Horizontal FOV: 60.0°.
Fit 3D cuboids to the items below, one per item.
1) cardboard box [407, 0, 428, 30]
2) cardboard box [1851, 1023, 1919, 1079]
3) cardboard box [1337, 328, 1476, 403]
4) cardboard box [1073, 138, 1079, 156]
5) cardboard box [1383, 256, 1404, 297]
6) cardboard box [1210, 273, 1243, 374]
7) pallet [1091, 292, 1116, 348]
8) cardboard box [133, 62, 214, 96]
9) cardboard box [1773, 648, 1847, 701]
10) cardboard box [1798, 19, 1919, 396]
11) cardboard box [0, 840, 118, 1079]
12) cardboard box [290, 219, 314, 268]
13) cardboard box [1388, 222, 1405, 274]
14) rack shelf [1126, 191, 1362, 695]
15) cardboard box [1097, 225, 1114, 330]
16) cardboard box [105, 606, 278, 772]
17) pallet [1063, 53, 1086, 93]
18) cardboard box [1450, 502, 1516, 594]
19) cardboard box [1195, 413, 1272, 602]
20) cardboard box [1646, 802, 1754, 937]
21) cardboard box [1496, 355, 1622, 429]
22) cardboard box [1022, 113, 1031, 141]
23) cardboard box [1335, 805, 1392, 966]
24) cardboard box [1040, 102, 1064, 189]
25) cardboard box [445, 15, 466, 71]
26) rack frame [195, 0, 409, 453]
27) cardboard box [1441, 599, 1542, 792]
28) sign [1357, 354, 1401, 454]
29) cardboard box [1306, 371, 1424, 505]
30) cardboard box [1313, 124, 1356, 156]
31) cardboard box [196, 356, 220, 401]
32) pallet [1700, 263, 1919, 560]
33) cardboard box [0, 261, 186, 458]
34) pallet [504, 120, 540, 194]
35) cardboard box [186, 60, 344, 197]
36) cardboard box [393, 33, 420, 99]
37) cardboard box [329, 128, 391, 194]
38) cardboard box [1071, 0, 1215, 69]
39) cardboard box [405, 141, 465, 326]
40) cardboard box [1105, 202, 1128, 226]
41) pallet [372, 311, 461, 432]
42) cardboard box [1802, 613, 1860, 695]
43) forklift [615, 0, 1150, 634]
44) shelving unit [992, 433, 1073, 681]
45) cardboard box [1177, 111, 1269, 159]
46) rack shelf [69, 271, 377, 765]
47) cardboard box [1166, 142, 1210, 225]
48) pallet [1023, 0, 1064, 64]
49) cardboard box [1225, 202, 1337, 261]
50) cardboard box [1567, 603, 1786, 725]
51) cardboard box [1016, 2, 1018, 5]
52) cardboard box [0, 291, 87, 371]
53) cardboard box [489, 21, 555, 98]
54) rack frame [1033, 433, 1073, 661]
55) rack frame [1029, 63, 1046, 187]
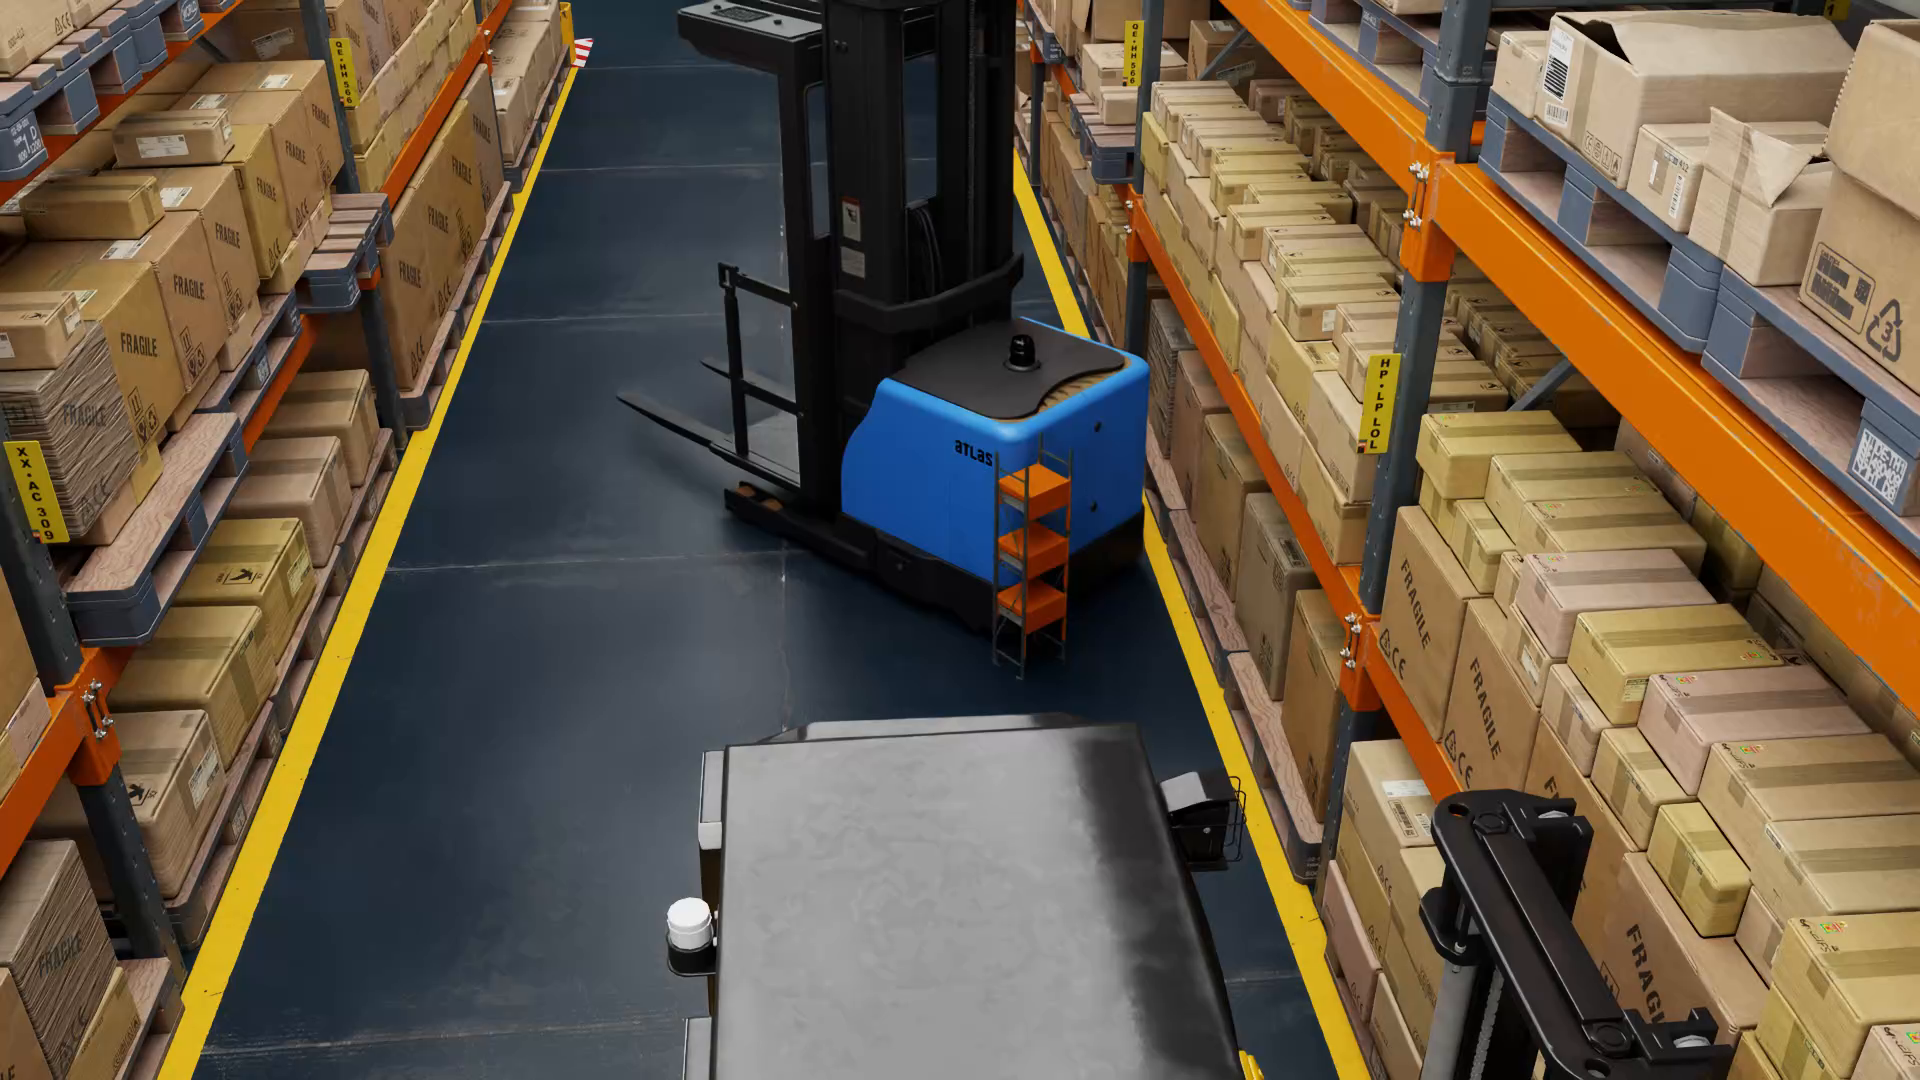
[{"bbox_3d":[-3.462,-3.285,9.752,0.500,0.500,0.500,-2,31,-4],"label":"cardboard box"},{"bbox_3d":[1.729,0.934,2.741,0.380,0.149,0.250,-2,31,-3],"label":"cardboard box"},{"bbox_3d":[1.493,-0.587,5.578,0.380,0.149,0.250,-3,31,-5],"label":"cardboard box"},{"bbox_3d":[0.973,-2.708,11.255,0.380,0.149,0.250,-3,31,-5],"label":"cardboard box"},{"bbox_3d":[1.922,-0.912,6.511,0.500,0.250,0.500,-3,31,-6],"label":"cardboard box"},{"bbox_3d":[1.356,-0.926,7.022,0.500,0.250,0.500,-2,31,-3],"label":"cardboard box"},{"bbox_3d":[1.382,-1.199,10.052,1.003,0.211,1.213,-3,31,-5],"label":"pallet"},{"bbox_3d":[-3.716,-1.884,7.681,0.500,0.500,0.500,-4,31,-6],"label":"cardboard box"},{"bbox_3d":[2.141,0.383,3.954,0.380,0.149,0.250,-2,31,-3],"label":"cardboard box"},{"bbox_3d":[1.865,-0.527,2.674,0.797,0.503,0.637,-2,31,-3],"label":"cardboard box"},{"bbox_3d":[-2.831,1.236,4.796,0.500,0.500,0.500,-3,31,-5],"label":"cardboard box"},{"bbox_3d":[-3.081,-1.301,7.339,0.380,0.149,0.250,-4,31,-7],"label":"cardboard box"},{"bbox_3d":[1.902,-1.136,6.496,0.380,0.149,0.250,-3,31,-5],"label":"cardboard box"},{"bbox_3d":[1.601,-0.683,7.171,1.077,0.370,4.000,-3,31,-5],"label":"rack shelf"},{"bbox_3d":[1.125,-1.582,10.002,0.500,0.500,0.500,-3,31,-5],"label":"cardboard box"},{"bbox_3d":[-3.276,0.582,6.504,0.950,0.372,0.625,-1,31,-1],"label":"cardboard box"},{"bbox_3d":[1.228,-2.924,10.407,1.003,0.211,1.213,-3,31,-5],"label":"pallet"},{"bbox_3d":[1.582,0.015,4.570,0.380,0.149,0.250,-2,31,-3],"label":"cardboard box"},{"bbox_3d":[1.591,-0.178,7.529,0.875,0.625,0.625,-4,31,-7],"label":"cardboard box"},{"bbox_3d":[1.681,0.673,3.468,0.380,0.149,0.250,-3,31,-6],"label":"cardboard box"},{"bbox_3d":[1.969,-0.482,5.402,0.380,0.149,0.250,-3,31,-6],"label":"cardboard box"},{"bbox_3d":[0.696,-3.282,13.191,0.380,0.149,0.250,-4,31,-6],"label":"cardboard box"},{"bbox_3d":[1.526,1.076,5.308,0.500,0.250,0.500,-3,31,-5],"label":"cardboard box"},{"bbox_3d":[0.862,-2.905,12.216,0.500,0.500,0.500,-1,31,-2],"label":"cardboard box"},{"bbox_3d":[-3.562,-3.274,10.953,0.500,0.250,0.500,-3,31,-5],"label":"cardboard box"},{"bbox_3d":[-3.527,-1.774,8.294,1.000,3.000,0.127,-3,31,-5],"label":"rack frame"},{"bbox_3d":[1.635,0.490,4.407,0.500,0.500,0.500,-2,31,-4],"label":"cardboard box"},{"bbox_3d":[1.249,-0.403,4.948,0.100,0.325,0.005,-3,31,-5],"label":"sign"},{"bbox_3d":[1.488,-0.360,5.586,0.500,0.250,0.500,-3,31,-6],"label":"cardboard box"},{"bbox_3d":[1.838,-1.793,7.597,0.380,0.149,0.250,-3,31,-6],"label":"cardboard box"},{"bbox_3d":[-3.011,-0.630,6.215,0.380,0.149,0.250,-3,31,-4],"label":"cardboard box"},{"bbox_3d":[2.004,-0.165,2.763,1.003,0.211,1.213,-3,31,-5],"label":"pallet"},{"bbox_3d":[-2.959,-0.591,5.517,0.500,0.500,0.500,-3,31,-4],"label":"cardboard box"},{"bbox_3d":[-3.894,-3.011,13.085,1.003,0.211,1.213,-3,31,-5],"label":"pallet"},{"bbox_3d":[-3.208,-1.906,7.718,0.500,0.500,0.500,-4,31,-6],"label":"cardboard box"},{"bbox_3d":[-3.410,-2.713,9.526,0.500,0.250,0.500,-3,31,-5],"label":"cardboard box"},{"bbox_3d":[-3.322,-1.971,8.771,0.500,0.250,0.500,-3,31,-5],"label":"cardboard box"},{"bbox_3d":[1.078,-3.062,9.942,0.797,0.503,0.637,-3,31,-6],"label":"cardboard box"},{"bbox_3d":[-3.588,-1.854,10.091,0.875,0.875,0.875,-2,31,-4],"label":"cardboard box"},{"bbox_3d":[1.079,-1.913,9.924,0.380,0.149,0.250,-4,31,-6],"label":"cardboard box"},{"bbox_3d":[-3.526,-0.983,9.689,1.003,0.211,1.213,-3,31,-5],"label":"pallet"},{"bbox_3d":[2.229,0.251,3.884,0.380,0.149,0.250,-3,31,-5],"label":"cardboard box"},{"bbox_3d":[-0.553,-1.475,7.862,3.031,2.935,1.130,25,39,35],"label":"forklift"},{"bbox_3d":[0.304,0.084,7.086,0.252,1.050,0.215,-24,38,-34],"label":"shelving unit"},{"bbox_3d":[1.227,-1.892,7.762,0.380,0.149,0.250,-2,31,-3],"label":"cardboard box"},{"bbox_3d":[-3.340,-0.444,6.769,1.077,0.370,4.000,-3,31,-5],"label":"rack shelf"},{"bbox_3d":[1.258,-1.670,7.779,0.500,0.250,0.500,-2,31,-3],"label":"cardboard box"},{"bbox_3d":[1.007,-3.560,11.472,1.003,0.211,1.213,-3,31,-5],"label":"pallet"},{"bbox_3d":[1.284,-1.239,6.669,0.380,0.149,0.250,-4,31,-6],"label":"cardboard box"},{"bbox_3d":[1.643,0.283,3.831,0.380,0.149,0.250,-3,31,-5],"label":"cardboard box"},{"bbox_3d":[0.630,-4.890,15.536,0.797,0.503,0.637,-4,31,-7],"label":"cardboard box"},{"bbox_3d":[-2.845,-0.618,4.930,0.380,0.149,0.250,-3,31,-5],"label":"cardboard box"},{"bbox_3d":[-4.020,-4.139,14.344,0.875,0.438,0.875,-2,31,-3],"label":"cardboard box"},{"bbox_3d":[0.397,0.043,7.154,0.008,1.050,0.200,-24,38,-34],"label":"rack frame"},{"bbox_3d":[1.041,-4.056,12.115,1.000,3.000,0.127,-3,31,-5],"label":"rack frame"}]
